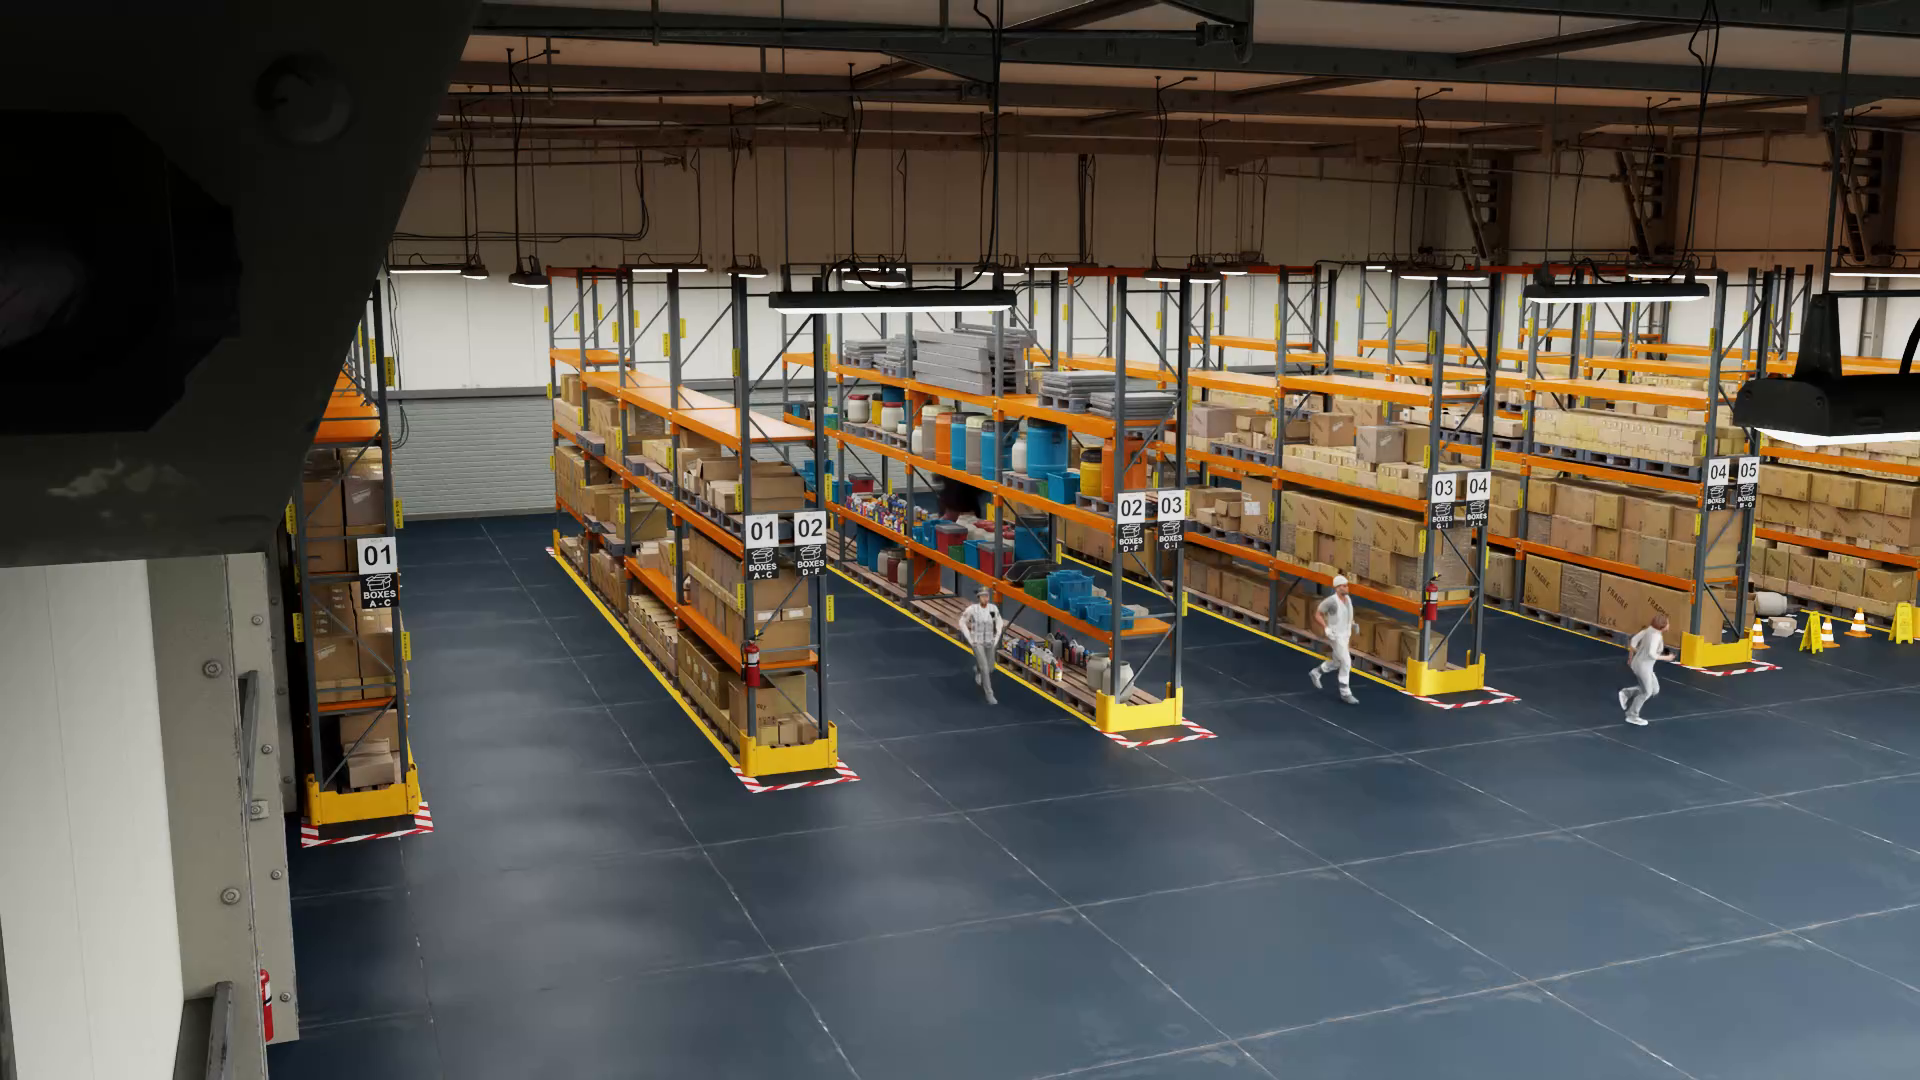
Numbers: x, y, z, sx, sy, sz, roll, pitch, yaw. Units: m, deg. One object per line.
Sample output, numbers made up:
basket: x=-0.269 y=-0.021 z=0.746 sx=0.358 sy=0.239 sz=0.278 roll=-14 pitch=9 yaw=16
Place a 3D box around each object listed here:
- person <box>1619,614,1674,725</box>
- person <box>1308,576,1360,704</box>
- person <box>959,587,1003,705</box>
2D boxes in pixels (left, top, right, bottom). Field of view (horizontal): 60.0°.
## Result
person: x=9.221 y=1.738 z=22.325 sx=0.663 sy=1.534 sz=0.517 roll=4 pitch=11 yaw=20
person: x=5.330 y=1.381 z=23.655 sx=0.881 sy=1.796 sz=0.660 roll=9 pitch=14 yaw=43
person: x=0.311 y=1.455 z=23.594 sx=0.643 sy=1.677 sz=0.717 roll=-3 pitch=10 yaw=-17
